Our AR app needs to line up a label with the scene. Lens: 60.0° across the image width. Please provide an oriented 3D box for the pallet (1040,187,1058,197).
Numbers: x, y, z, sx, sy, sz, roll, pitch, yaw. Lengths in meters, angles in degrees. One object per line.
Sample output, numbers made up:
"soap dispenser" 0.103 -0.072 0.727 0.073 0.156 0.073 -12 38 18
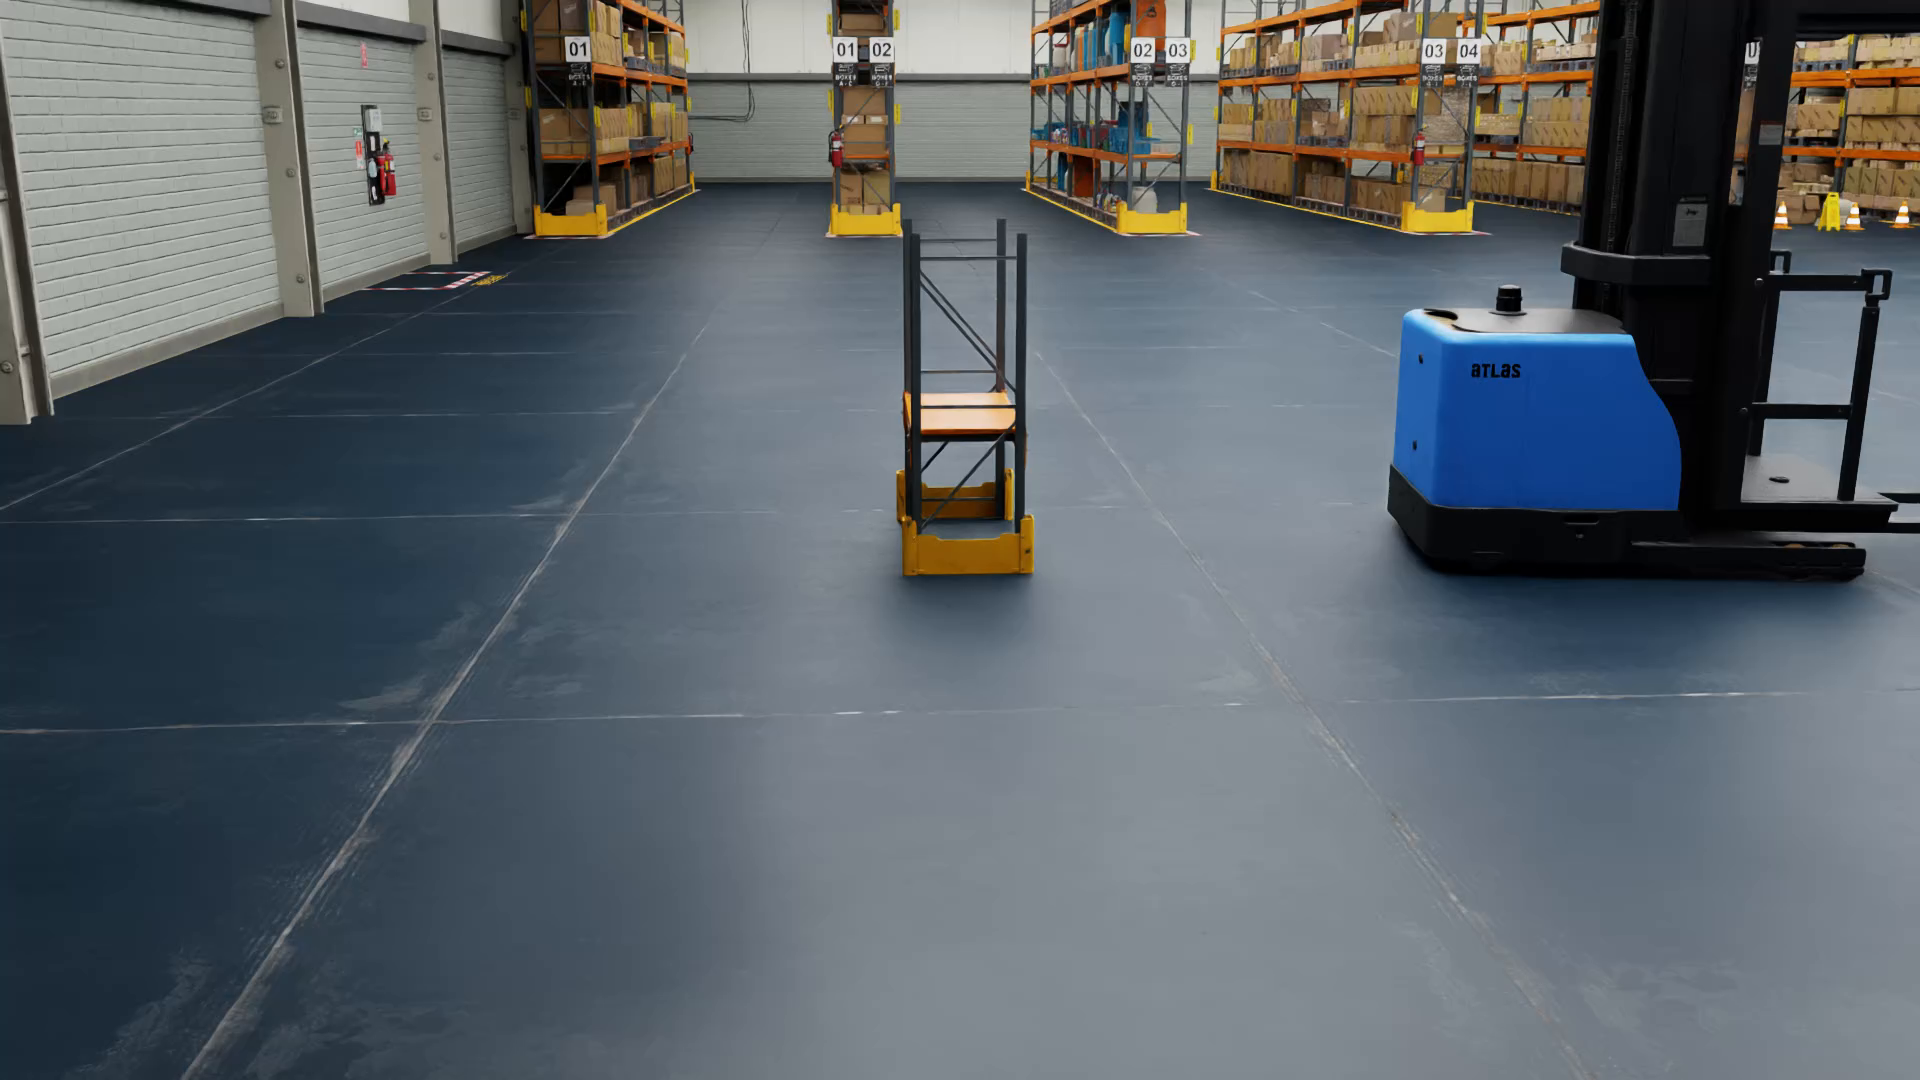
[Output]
"pallet" 2.515 -8.550 40.832 1.003 0.211 1.213 -1 14 -3

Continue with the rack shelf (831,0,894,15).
"rack shelf" -1.725 -9.519 29.208 1.077 0.370 4.000 -1 14 -3

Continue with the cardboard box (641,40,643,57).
"cardboard box" -7.214 -10.535 35.848 0.700 0.500 0.500 -2 15 -7

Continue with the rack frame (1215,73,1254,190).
"rack frame" 7.295 -10.789 43.939 1.000 3.000 0.127 -1 14 -3

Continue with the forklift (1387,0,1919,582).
"forklift" 3.625 -1.371 7.471 3.031 2.935 1.130 1 14 3

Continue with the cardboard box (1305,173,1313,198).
"cardboard box" 7.852 -7.636 35.817 0.700 0.500 0.500 -2 15 -6

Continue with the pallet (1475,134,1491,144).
"pallet" 12.584 -9.250 38.342 1.003 0.211 1.213 -1 14 -3

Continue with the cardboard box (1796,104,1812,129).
"cardboard box" 17.614 -8.717 34.244 0.500 0.500 0.500 0 14 -2

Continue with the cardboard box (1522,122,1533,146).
"cardboard box" 12.505 -8.784 35.944 0.500 0.500 0.500 -1 14 -3

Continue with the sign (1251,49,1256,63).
"sign" 6.989 -11.527 39.590 0.100 0.325 0.005 -1 14 -3

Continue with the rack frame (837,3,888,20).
"rack frame" -1.849 -10.558 31.002 1.000 3.000 0.127 -1 14 -3

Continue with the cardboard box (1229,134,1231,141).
"cardboard box" 7.069 -10.254 42.365 0.380 0.149 0.250 -1 14 -4

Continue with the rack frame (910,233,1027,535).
"rack frame" 0.037 -0.579 7.266 0.500 1.500 0.032 -1 14 -3

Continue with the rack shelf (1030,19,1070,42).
"rack shelf" 2.475 -12.579 41.101 1.077 0.370 4.000 -1 14 -3

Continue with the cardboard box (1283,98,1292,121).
"cardboard box" 7.724 -9.678 37.407 0.797 0.503 0.637 -1 14 -2

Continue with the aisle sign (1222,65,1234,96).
"aisle sign" 6.991 -12.061 43.667 0.394 0.787 0.004 -1 14 -3

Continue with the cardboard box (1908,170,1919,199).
"cardboard box" 17.831 -6.523 30.528 0.500 0.500 0.500 0 14 -1

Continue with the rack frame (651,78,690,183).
"rack frame" -7.537 -10.560 43.048 1.000 3.000 0.127 -1 14 -3

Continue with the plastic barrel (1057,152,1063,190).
"plastic barrel" 2.616 -8.769 39.458 0.600 0.901 0.708 -1 14 -3

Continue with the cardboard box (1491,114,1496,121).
"cardboard box" 12.209 -9.530 37.512 0.380 0.149 0.250 0 14 -2

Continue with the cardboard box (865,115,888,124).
"cardboard box" -1.411 -7.121 28.182 0.380 0.149 0.250 -1 14 -4

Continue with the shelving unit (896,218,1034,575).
"shelving unit" 0.005 -0.707 7.766 0.587 1.500 1.083 -1 14 -3

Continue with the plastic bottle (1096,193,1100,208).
"plastic bottle" 2.677 -6.534 31.994 0.097 0.271 0.097 0 14 0

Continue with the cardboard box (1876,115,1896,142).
"cardboard box" 17.751 -7.787 31.473 0.500 0.500 0.500 -1 14 -4

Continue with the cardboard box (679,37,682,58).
"cardboard box" -7.199 -12.252 41.359 0.500 0.500 0.500 0 14 -2

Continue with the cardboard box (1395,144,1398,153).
"cardboard box" 8.006 -7.005 29.735 0.380 0.149 0.250 -1 14 -3

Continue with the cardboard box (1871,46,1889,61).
"cardboard box" 17.724 -9.240 31.603 0.500 0.250 0.500 -1 14 -4

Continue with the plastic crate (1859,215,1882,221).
"plastic crate" 17.208 -6.141 31.732 0.402 0.080 0.583 -6 16 -23

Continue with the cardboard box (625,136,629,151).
"cardboard box" -6.461 -7.399 31.025 0.500 0.250 0.500 -1 14 -3

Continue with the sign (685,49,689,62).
"sign" -6.994 -12.408 42.593 0.100 0.325 0.005 -1 14 -3

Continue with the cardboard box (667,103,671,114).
"cardboard box" -7.005 -10.018 38.600 0.500 0.250 0.500 -1 14 -2

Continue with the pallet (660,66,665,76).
"pallet" -7.183 -10.698 37.948 0.805 0.209 1.217 -1 15 -6

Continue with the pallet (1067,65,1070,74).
"pallet" 2.897 -10.276 36.305 1.003 0.211 1.213 -1 14 -3

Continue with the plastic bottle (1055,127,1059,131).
"plastic bottle" 2.300 -9.591 39.383 0.144 0.351 0.185 -1 14 -3

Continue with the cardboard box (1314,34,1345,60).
"cardboard box" 7.629 -10.171 34.312 0.500 0.500 0.500 -1 14 -5

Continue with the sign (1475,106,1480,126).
"sign" 8.828 -7.238 28.399 0.100 0.325 0.005 -1 14 -3

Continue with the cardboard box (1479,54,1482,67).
"cardboard box" 12.344 -11.237 38.995 0.500 0.311 0.500 -1 14 -4

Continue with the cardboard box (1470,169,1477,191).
"cardboard box" 12.315 -8.519 39.291 0.500 0.500 0.500 0 14 -1

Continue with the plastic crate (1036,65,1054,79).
"plastic crate" 2.172 -11.751 41.783 0.504 0.338 0.767 -1 14 -3

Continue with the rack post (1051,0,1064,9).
"rack post" 2.620 -12.377 38.222 0.937 0.300 0.954 -1 14 -4

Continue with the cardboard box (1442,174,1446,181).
"cardboard box" 12.133 -8.953 41.085 0.380 0.149 0.250 -2 15 -6

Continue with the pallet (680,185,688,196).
"pallet" -7.337 -8.709 41.451 1.003 0.211 1.213 -1 14 -3

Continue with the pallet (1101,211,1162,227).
"pallet" 3.173 -5.906 30.557 1.003 0.211 1.213 -1 14 -3

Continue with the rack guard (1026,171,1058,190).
"rack guard" 2.337 -9.508 43.976 1.175 0.500 0.348 -1 14 -3

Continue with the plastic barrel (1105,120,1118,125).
"plastic barrel" 3.182 -8.325 34.092 0.433 0.535 0.433 0 14 0

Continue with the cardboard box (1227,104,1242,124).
"cardboard box" 7.124 -10.847 42.364 0.500 0.500 0.500 -1 14 -5

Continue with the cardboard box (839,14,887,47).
"cardboard box" -1.633 -8.575 27.982 0.797 0.503 0.637 0 14 0

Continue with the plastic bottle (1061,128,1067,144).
"plastic bottle" 2.357 -9.118 37.542 0.144 0.351 0.185 -1 14 -3

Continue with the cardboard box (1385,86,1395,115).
"cardboard box" 7.940 -7.868 29.783 0.500 0.500 0.500 -1 14 -3

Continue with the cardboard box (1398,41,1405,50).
"cardboard box" 7.893 -8.642 29.077 0.380 0.149 0.250 -1 14 -3

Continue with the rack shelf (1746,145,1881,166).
"rack shelf" 17.805 -8.107 34.958 1.077 0.370 4.000 -1 14 -3

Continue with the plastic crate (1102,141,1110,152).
"plastic crate" 2.897 -7.284 30.740 0.450 0.188 0.662 -1 14 -3

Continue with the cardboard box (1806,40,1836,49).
"cardboard box" 17.681 -10.179 34.003 0.500 0.250 0.500 -1 14 -3

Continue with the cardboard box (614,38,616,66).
"cardboard box" -6.497 -8.838 30.097 0.500 0.500 0.500 -2 15 -8

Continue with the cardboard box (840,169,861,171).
"cardboard box" -2.094 -6.643 30.997 0.500 0.500 0.500 -1 14 -3

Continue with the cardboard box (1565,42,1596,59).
"cardboard box" 12.667 -9.950 33.794 0.500 0.311 0.500 -1 14 -5
